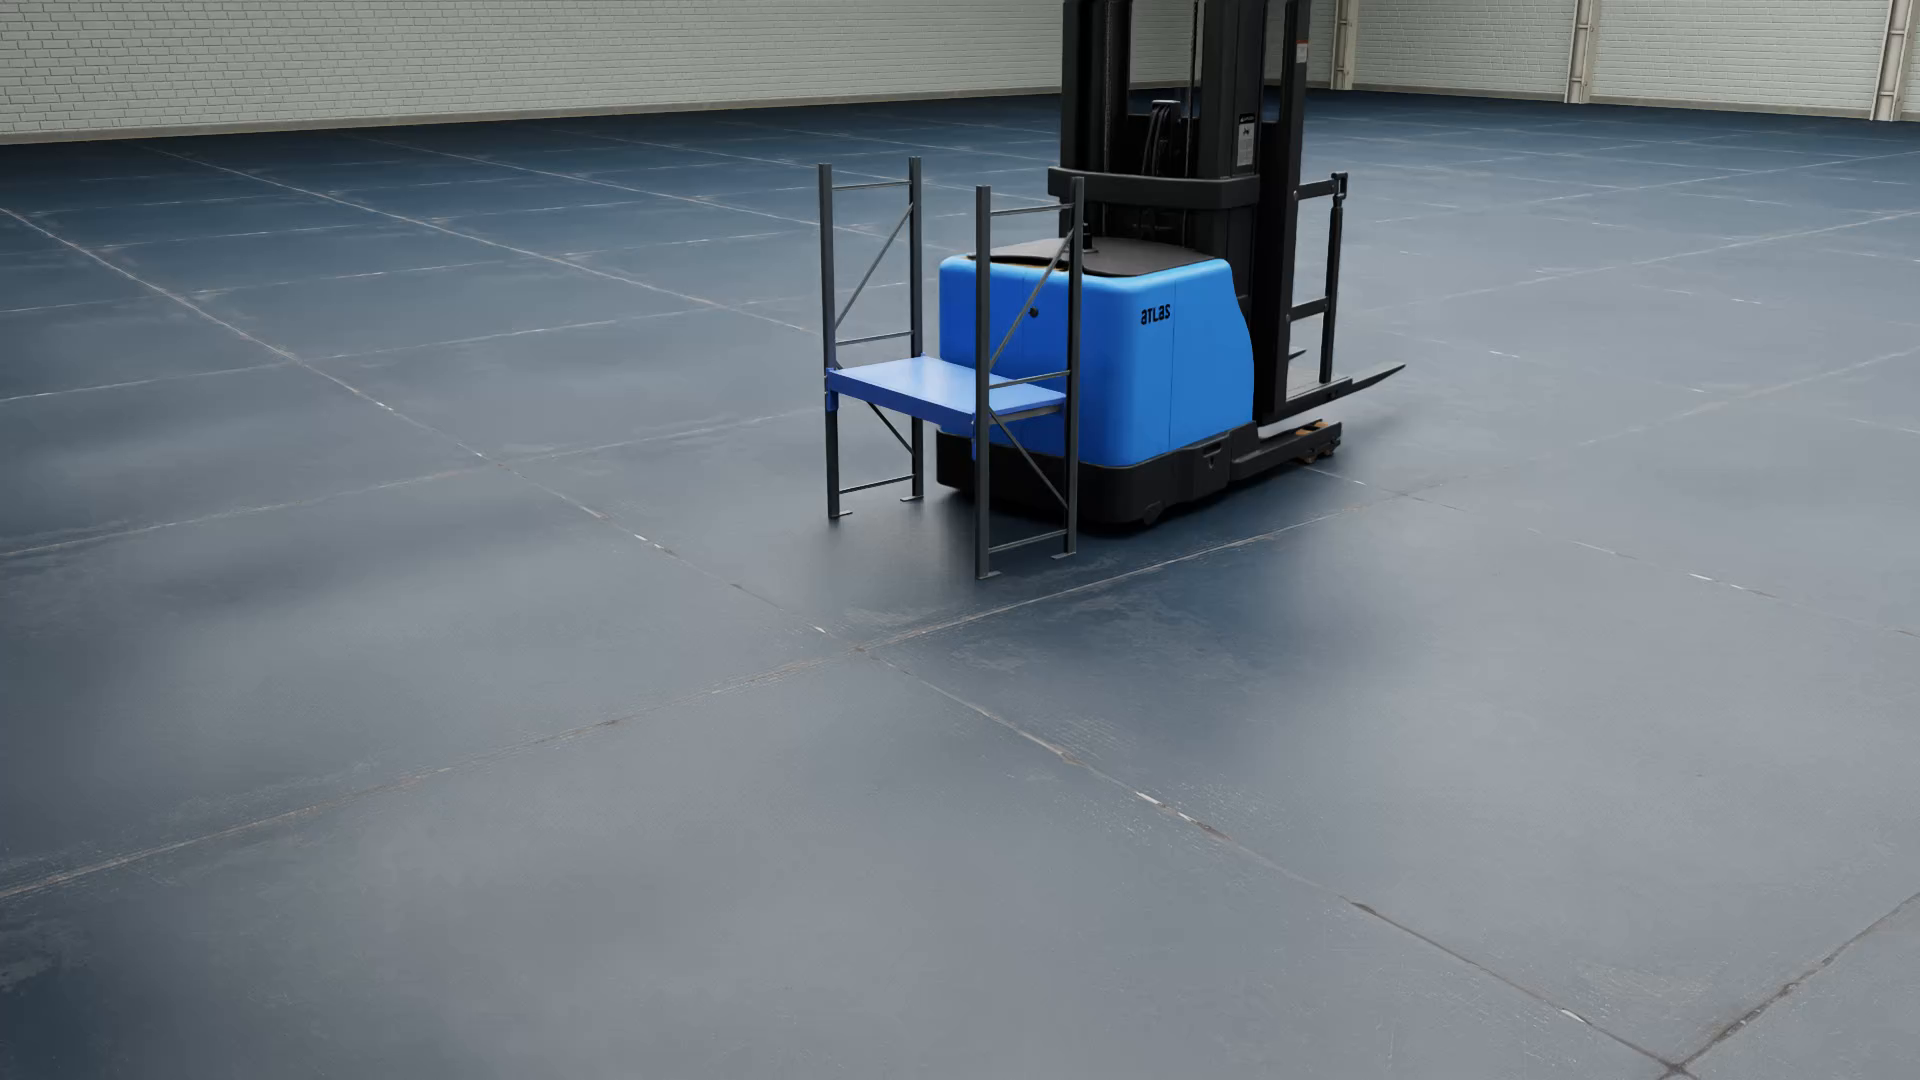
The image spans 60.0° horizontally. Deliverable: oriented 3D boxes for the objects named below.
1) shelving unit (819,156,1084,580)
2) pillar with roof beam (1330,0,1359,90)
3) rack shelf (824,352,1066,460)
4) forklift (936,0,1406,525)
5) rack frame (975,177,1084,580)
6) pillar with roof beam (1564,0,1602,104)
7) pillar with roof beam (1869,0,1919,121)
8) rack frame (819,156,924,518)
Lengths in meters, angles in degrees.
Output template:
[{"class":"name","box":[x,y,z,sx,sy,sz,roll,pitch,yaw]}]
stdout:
[{"class":"shelving unit","box":[-0.053,-0.733,6.732,0.538,1.500,1.048,-14,23,-36]},{"class":"pillar with roof beam","box":[5.338,-13.726,34.040,9.100,9.000,0.400,-14,23,-36]},{"class":"rack shelf","box":[-0.053,-0.562,6.788,0.538,0.185,1.000,-14,23,-36]},{"class":"forklift","box":[1.221,-1.848,7.822,1.130,2.935,3.031,15,23,37]},{"class":"rack frame","box":[0.263,-0.608,6.354,0.500,1.500,0.032,-14,23,-36]},{"class":"pillar with roof beam","box":[9.064,-12.247,29.575,9.100,9.000,0.400,-14,23,-36]},{"class":"pillar with roof beam","box":[12.789,-10.769,25.110,9.100,9.000,0.400,-14,23,-36]},{"class":"rack frame","box":[-0.369,-0.858,7.110,0.500,1.500,0.032,-14,23,-36]}]
